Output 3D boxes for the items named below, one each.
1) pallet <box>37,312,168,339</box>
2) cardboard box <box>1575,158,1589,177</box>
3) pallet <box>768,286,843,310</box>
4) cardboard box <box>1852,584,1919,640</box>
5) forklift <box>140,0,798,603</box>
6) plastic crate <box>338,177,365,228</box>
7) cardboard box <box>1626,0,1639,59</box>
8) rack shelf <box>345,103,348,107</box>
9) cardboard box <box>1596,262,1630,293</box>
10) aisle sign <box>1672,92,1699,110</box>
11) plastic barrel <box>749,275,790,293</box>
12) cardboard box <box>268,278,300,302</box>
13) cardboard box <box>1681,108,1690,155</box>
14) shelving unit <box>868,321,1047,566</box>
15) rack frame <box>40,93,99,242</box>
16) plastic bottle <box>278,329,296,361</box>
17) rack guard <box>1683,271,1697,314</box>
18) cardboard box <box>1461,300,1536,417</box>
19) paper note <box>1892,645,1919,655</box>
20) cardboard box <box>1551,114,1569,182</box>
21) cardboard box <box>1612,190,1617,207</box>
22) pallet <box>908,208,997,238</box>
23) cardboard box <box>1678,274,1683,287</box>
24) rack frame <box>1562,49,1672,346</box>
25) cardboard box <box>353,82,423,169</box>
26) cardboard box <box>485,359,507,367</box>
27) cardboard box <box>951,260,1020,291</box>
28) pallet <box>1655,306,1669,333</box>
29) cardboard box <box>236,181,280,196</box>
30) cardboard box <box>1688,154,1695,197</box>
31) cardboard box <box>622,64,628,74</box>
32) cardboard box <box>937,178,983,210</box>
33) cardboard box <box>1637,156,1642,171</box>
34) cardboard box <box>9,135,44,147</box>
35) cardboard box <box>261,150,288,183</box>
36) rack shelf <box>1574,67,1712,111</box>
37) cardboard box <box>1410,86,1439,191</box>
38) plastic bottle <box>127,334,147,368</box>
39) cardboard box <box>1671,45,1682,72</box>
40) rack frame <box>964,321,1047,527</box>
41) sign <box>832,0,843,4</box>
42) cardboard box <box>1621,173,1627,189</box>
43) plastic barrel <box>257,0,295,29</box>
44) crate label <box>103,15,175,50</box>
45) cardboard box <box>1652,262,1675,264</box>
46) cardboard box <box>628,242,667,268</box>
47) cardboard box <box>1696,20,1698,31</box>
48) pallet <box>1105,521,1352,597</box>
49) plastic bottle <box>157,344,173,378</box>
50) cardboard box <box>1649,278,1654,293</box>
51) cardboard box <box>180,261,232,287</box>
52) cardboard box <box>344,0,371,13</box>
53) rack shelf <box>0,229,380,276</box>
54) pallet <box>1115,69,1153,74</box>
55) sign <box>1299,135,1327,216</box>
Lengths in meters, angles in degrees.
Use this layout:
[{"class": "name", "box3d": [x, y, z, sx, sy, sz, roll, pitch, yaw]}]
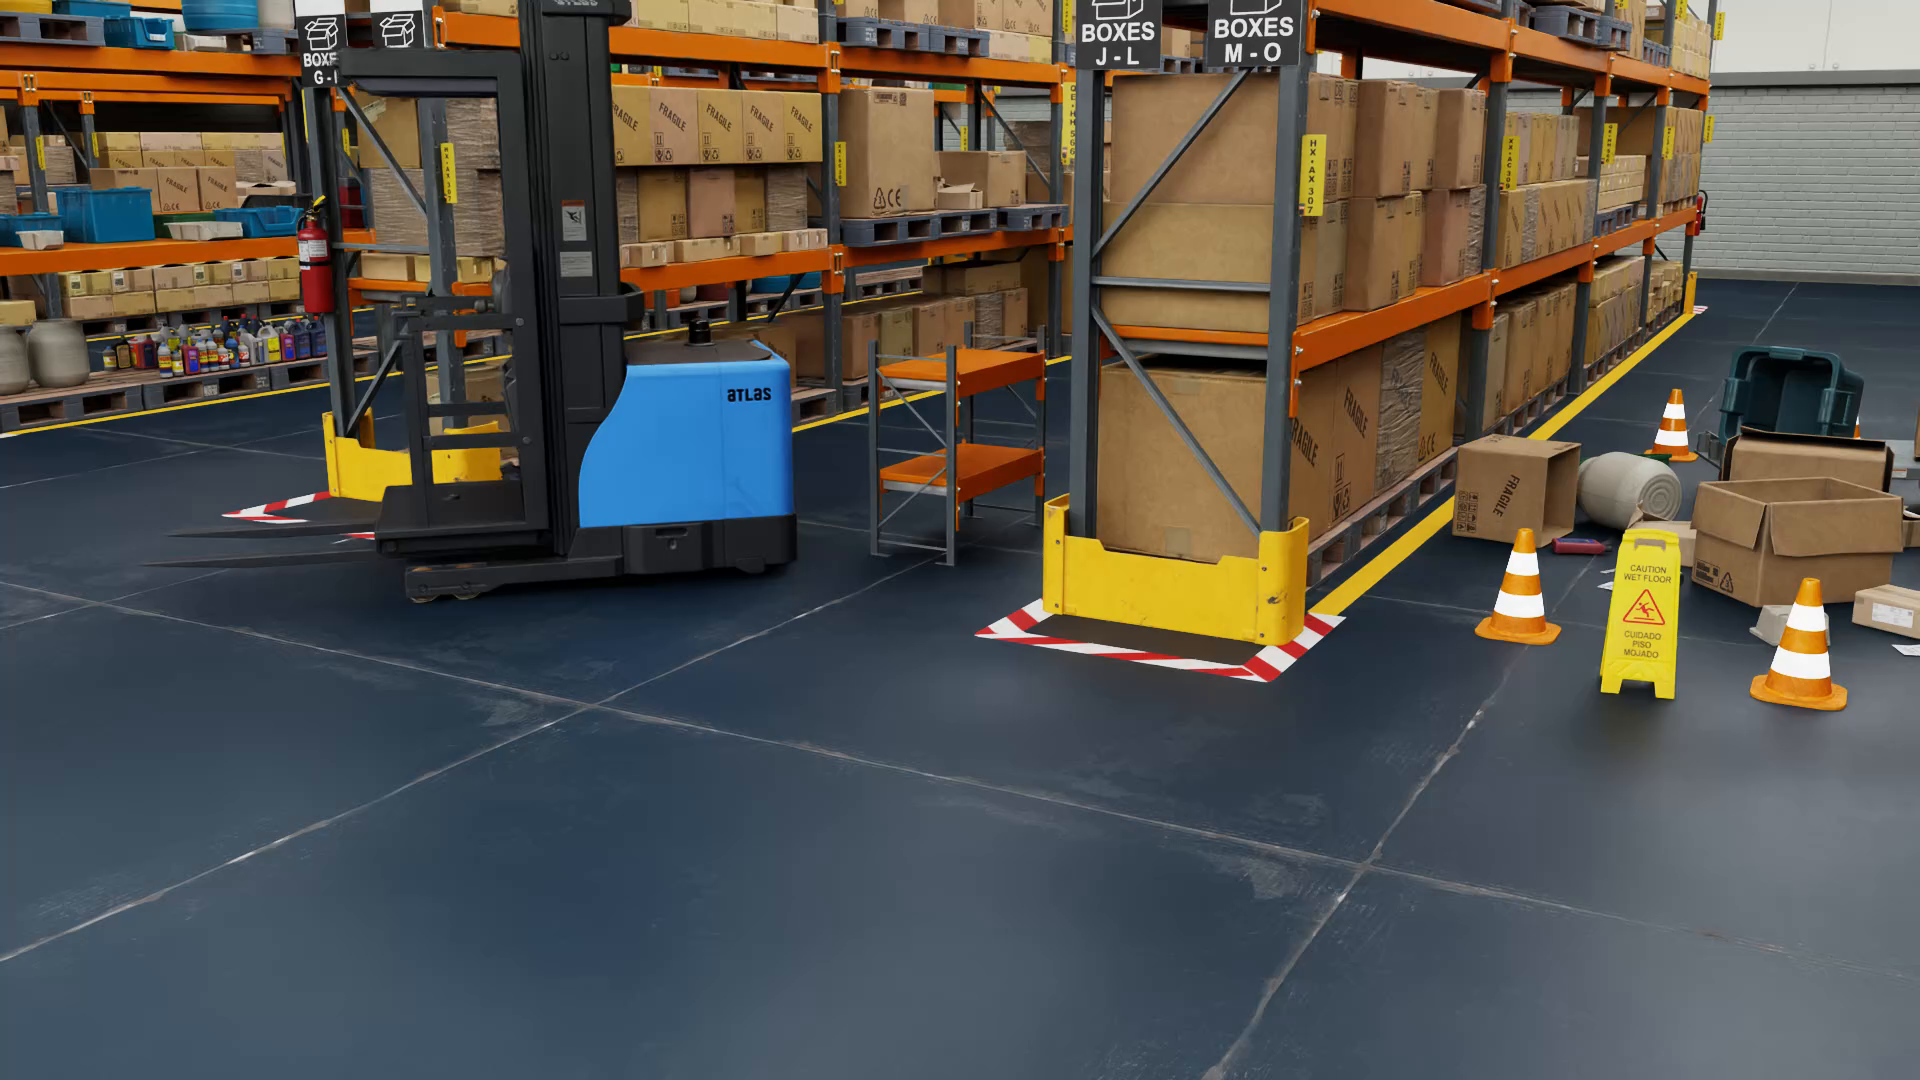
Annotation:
[{"class": "pallet", "box3d": [-9.741, -2.430, 18.664, 1.003, 0.211, 1.213, 7, 15, 28]}, {"class": "cardboard box", "box3d": [5.228, -3.190, 14.236, 0.380, 0.149, 0.250, 7, 15, 28]}, {"class": "pallet", "box3d": [-2.271, -3.200, 21.858, 1.003, 0.211, 1.213, 7, 15, 28]}, {"class": "cardboard box", "box3d": [4.213, 0.325, 7.370, 0.250, 0.149, 0.380, -8, 16, -30]}, {"class": "forklift", "box3d": [-2.390, -1.267, 8.036, 3.031, 2.935, 1.130, -4, 14, -15]}, {"class": "plastic crate", "box3d": [-5.763, -3.233, 15.909, 0.402, 0.464, 0.583, 7, 15, 28]}, {"class": "cardboard box", "box3d": [5.578, -4.442, 14.446, 0.500, 0.500, 0.500, 7, 15, 28]}, {"class": "rack shelf", "box3d": [-9.567, -7.351, 28.259, 1.077, 0.370, 4.000, 7, 15, 28]}, {"class": "cardboard box", "box3d": [6.125, -2.524, 15.939, 0.500, 0.250, 0.500, 7, 15, 26]}, {"class": "aisle sign", "box3d": [8.999, -5.631, 20.444, 0.394, 0.787, 0.004, 7, 15, 28]}, {"class": "plastic barrel", "box3d": [-2.482, -3.639, 21.308, 0.600, 0.901, 0.708, 7, 15, 28]}, {"class": "cardboard box", "box3d": [-8.417, -3.077, 20.366, 0.500, 0.250, 0.500, 7, 15, 27]}, {"class": "cardboard box", "box3d": [7.956, -4.623, 18.828, 0.500, 0.500, 0.500, 7, 15, 26]}, {"class": "shelving unit", "box3d": [0.003, -0.548, 8.907, 0.538, 1.125, 1.048, 7, 15, 28]}, {"class": "rack frame", "box3d": [-12.468, -5.011, 23.420, 1.000, 3.000, 0.127, 7, 15, 28]}, {"class": "plastic bottle", "box3d": [-5.923, -1.719, 14.622, 0.061, 0.283, 0.133, 9, 16, 32]}, {"class": "rack guard", "box3d": [8.664, -3.156, 21.056, 1.175, 0.500, 0.348, 7, 15, 28]}, {"class": "cardboard box", "box3d": [3.591, -1.370, 12.220, 1.050, 0.750, 0.750, 7, 15, 28]}, {"class": "paper note", "box3d": [4.063, 0.460, 7.059, 0.148, 0.019, 0.142, 2, 14, 9]}, {"class": "cardboard box", "box3d": [4.364, -3.085, 13.082, 0.700, 0.500, 0.500, 7, 15, 27]}, {"class": "cardboard box", "box3d": [5.866, -3.168, 15.415, 0.380, 0.149, 0.250, 8, 16, 29]}, {"class": "pallet", "box3d": [-0.381, -2.824, 14.755, 1.003, 0.211, 1.213, 7, 15, 28]}, {"class": "cardboard box", "box3d": [8.695, -3.209, 20.495, 0.380, 0.149, 0.250, 7, 15, 27]}, {"class": "rack frame", "box3d": [6.767, -3.566, 17.424, 1.000, 3.000, 0.127, 7, 15, 28]}, {"class": "cardboard box", "box3d": [-3.277, -2.507, 10.049, 0.500, 0.500, 0.500, 7, 15, 28]}, {"class": "cardboard box", "box3d": [-2.752, -0.928, 10.921, 0.500, 0.500, 0.500, 13, 19, 43]}, {"class": "cardboard box", "box3d": [0.243, -2.550, 16.006, 0.500, 0.250, 0.500, 8, 16, 30]}, {"class": "pallet", "box3d": [7.649, -2.603, 19.381, 1.003, 0.211, 1.213, 7, 15, 28]}, {"class": "cardboard box", "box3d": [-8.732, -4.246, 20.436, 0.500, 0.311, 0.500, 7, 15, 27]}, {"class": "cardboard box", "box3d": [8.455, -4.353, 19.842, 0.500, 0.500, 0.500, 7, 15, 27]}, {"class": "cardboard box", "box3d": [-5.251, -7.176, 25.250, 0.500, 0.250, 0.500, 7, 15, 28]}, {"class": "cardboard box", "box3d": [-0.029, -3.094, 14.857, 0.396, 0.266, 0.258, 7, 15, 26]}, {"class": "cardboard box", "box3d": [6.615, -3.777, 16.672, 0.380, 0.149, 0.250, 7, 15, 26]}, {"class": "cardboard box", "box3d": [-12.751, -5.447, 22.693, 0.380, 0.149, 0.250, 5, 14, 19]}, {"class": "cardboard box", "box3d": [-10.775, -5.806, 25.825, 0.500, 0.500, 0.500, 8, 15, 28]}, {"class": "rack shelf", "box3d": [7.734, -5.085, 18.859, 1.077, 0.370, 4.000, 7, 15, 28]}, {"class": "cardboard box", "box3d": [2.146, -2.229, 9.256, 0.875, 0.550, 0.550, 7, 15, 28]}, {"class": "plastic bottle", "box3d": [-7.013, -1.612, 14.195, 0.152, 0.276, 0.135, 8, 15, 28]}, {"class": "cardboard box", "box3d": [7.222, -5.016, 17.360, 0.500, 0.250, 0.500, 8, 16, 31]}, {"class": "rack frame", "box3d": [0.249, -0.653, 9.340, 0.500, 1.125, 0.032, 7, 15, 28]}, {"class": "sign", "box3d": [-0.915, -4.157, 12.372, 0.100, 0.325, 0.005, 7, 15, 28]}, {"class": "cardboard box", "box3d": [6.113, -3.417, 15.814, 0.380, 0.149, 0.250, 7, 15, 28]}, {"class": "plastic barrel", "box3d": [-6.109, -4.719, 14.672, 0.421, 0.512, 0.421, 0, 14, 0]}, {"class": "crate label", "box3d": [-6.469, -3.980, 13.060, 0.502, 0.251, 0.408, 7, 15, 28]}, {"class": "cardboard box", "box3d": [8.495, -3.311, 20.287, 0.380, 0.149, 0.250, 8, 16, 29]}, {"class": "cardboard box", "box3d": [-2.171, -1.893, 11.020, 0.380, 0.149, 0.250, 7, 15, 28]}, {"class": "cardboard box", "box3d": [8.261, -5.903, 19.122, 0.380, 0.149, 0.250, 7, 15, 27]}, {"class": "pallet", "box3d": [1.284, 0.079, 8.256, 1.003, 0.211, 1.213, 7, 15, 28]}, {"class": "plastic bottle", "box3d": [-6.514, -1.472, 13.621, 0.097, 0.271, 0.097, 0, 14, 0]}, {"class": "cardboard box", "box3d": [7.300, -2.770, 18.041, 0.380, 0.149, 0.250, 8, 16, 31]}, {"class": "cardboard box", "box3d": [-8.904, -3.142, 19.442, 0.500, 0.311, 0.500, 8, 16, 30]}, {"class": "cardboard box", "box3d": [-3.316, -3.199, 9.824, 0.500, 0.250, 0.500, 8, 16, 29]}, {"class": "rack shelf", "box3d": [-6.696, -2.308, 13.743, 1.077, 0.370, 4.000, 7, 15, 28]}, {"class": "pallet", "box3d": [1.343, -5.062, 17.633, 1.003, 0.211, 1.213, 8, 16, 31]}, {"class": "sign", "box3d": [1.449, -1.499, 6.835, 0.100, 0.325, 0.005, 7, 15, 28]}]
